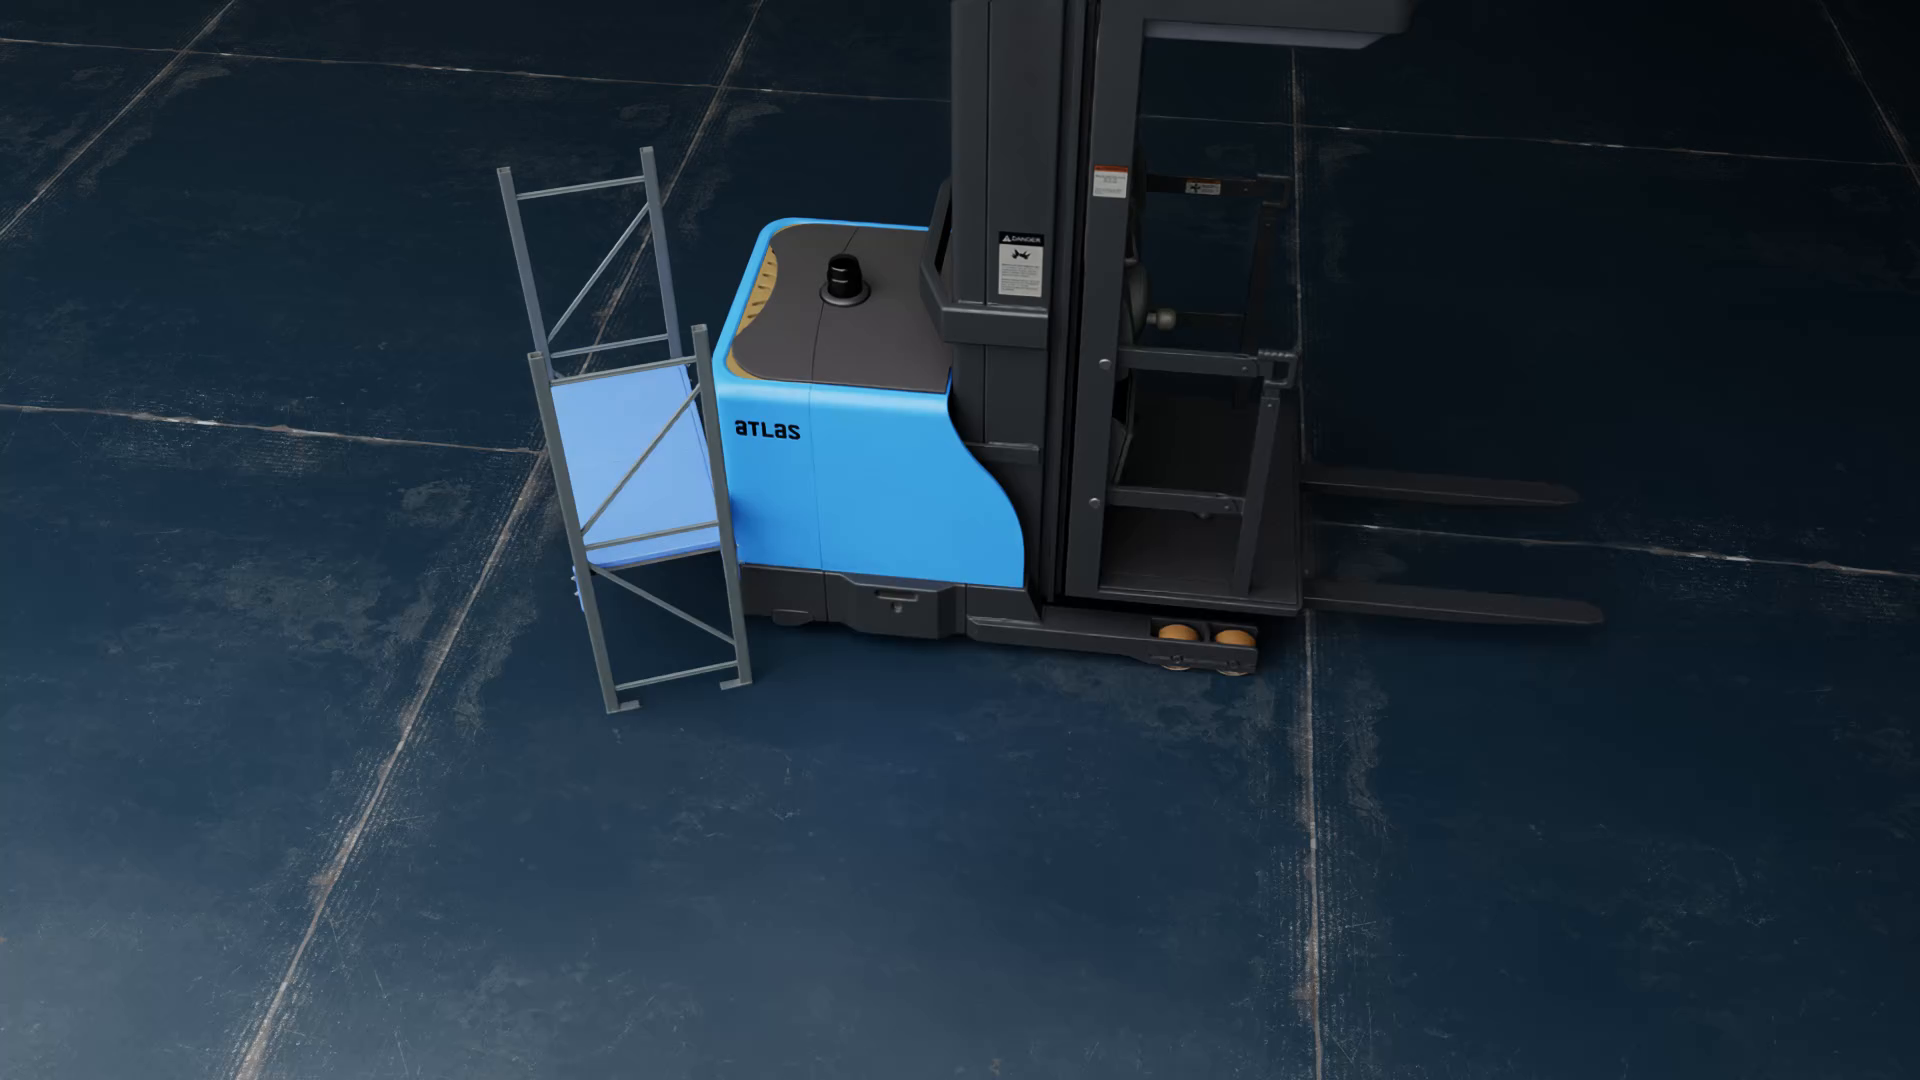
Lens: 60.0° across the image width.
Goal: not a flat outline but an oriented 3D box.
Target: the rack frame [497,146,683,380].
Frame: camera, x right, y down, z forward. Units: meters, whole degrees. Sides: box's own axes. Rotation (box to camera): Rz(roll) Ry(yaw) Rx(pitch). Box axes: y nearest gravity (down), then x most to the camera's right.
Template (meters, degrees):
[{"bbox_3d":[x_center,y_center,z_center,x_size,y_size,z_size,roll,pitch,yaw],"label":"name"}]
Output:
[{"bbox_3d":[-1.240,-0.683,5.880,0.500,1.500,0.032,-11,45,-12],"label":"rack frame"}]

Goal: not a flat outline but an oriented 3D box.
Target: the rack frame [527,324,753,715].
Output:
[{"bbox_3d":[-0.957,-0.011,5.171,0.500,1.500,0.032,-11,45,-12],"label":"rack frame"}]

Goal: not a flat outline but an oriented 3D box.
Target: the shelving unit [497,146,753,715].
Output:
[{"bbox_3d":[-1.098,-0.347,5.526,0.538,1.500,1.048,-11,45,-12],"label":"shelving unit"}]

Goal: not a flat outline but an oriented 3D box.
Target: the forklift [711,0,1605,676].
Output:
[{"bbox_3d":[0.728,-0.985,5.158,3.031,2.935,1.130,5,44,5],"label":"forklift"}]

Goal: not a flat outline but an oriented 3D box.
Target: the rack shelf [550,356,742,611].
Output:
[{"bbox_3d":[-1.098,-0.216,5.649,0.538,0.185,1.000,-11,45,-12],"label":"rack shelf"}]
